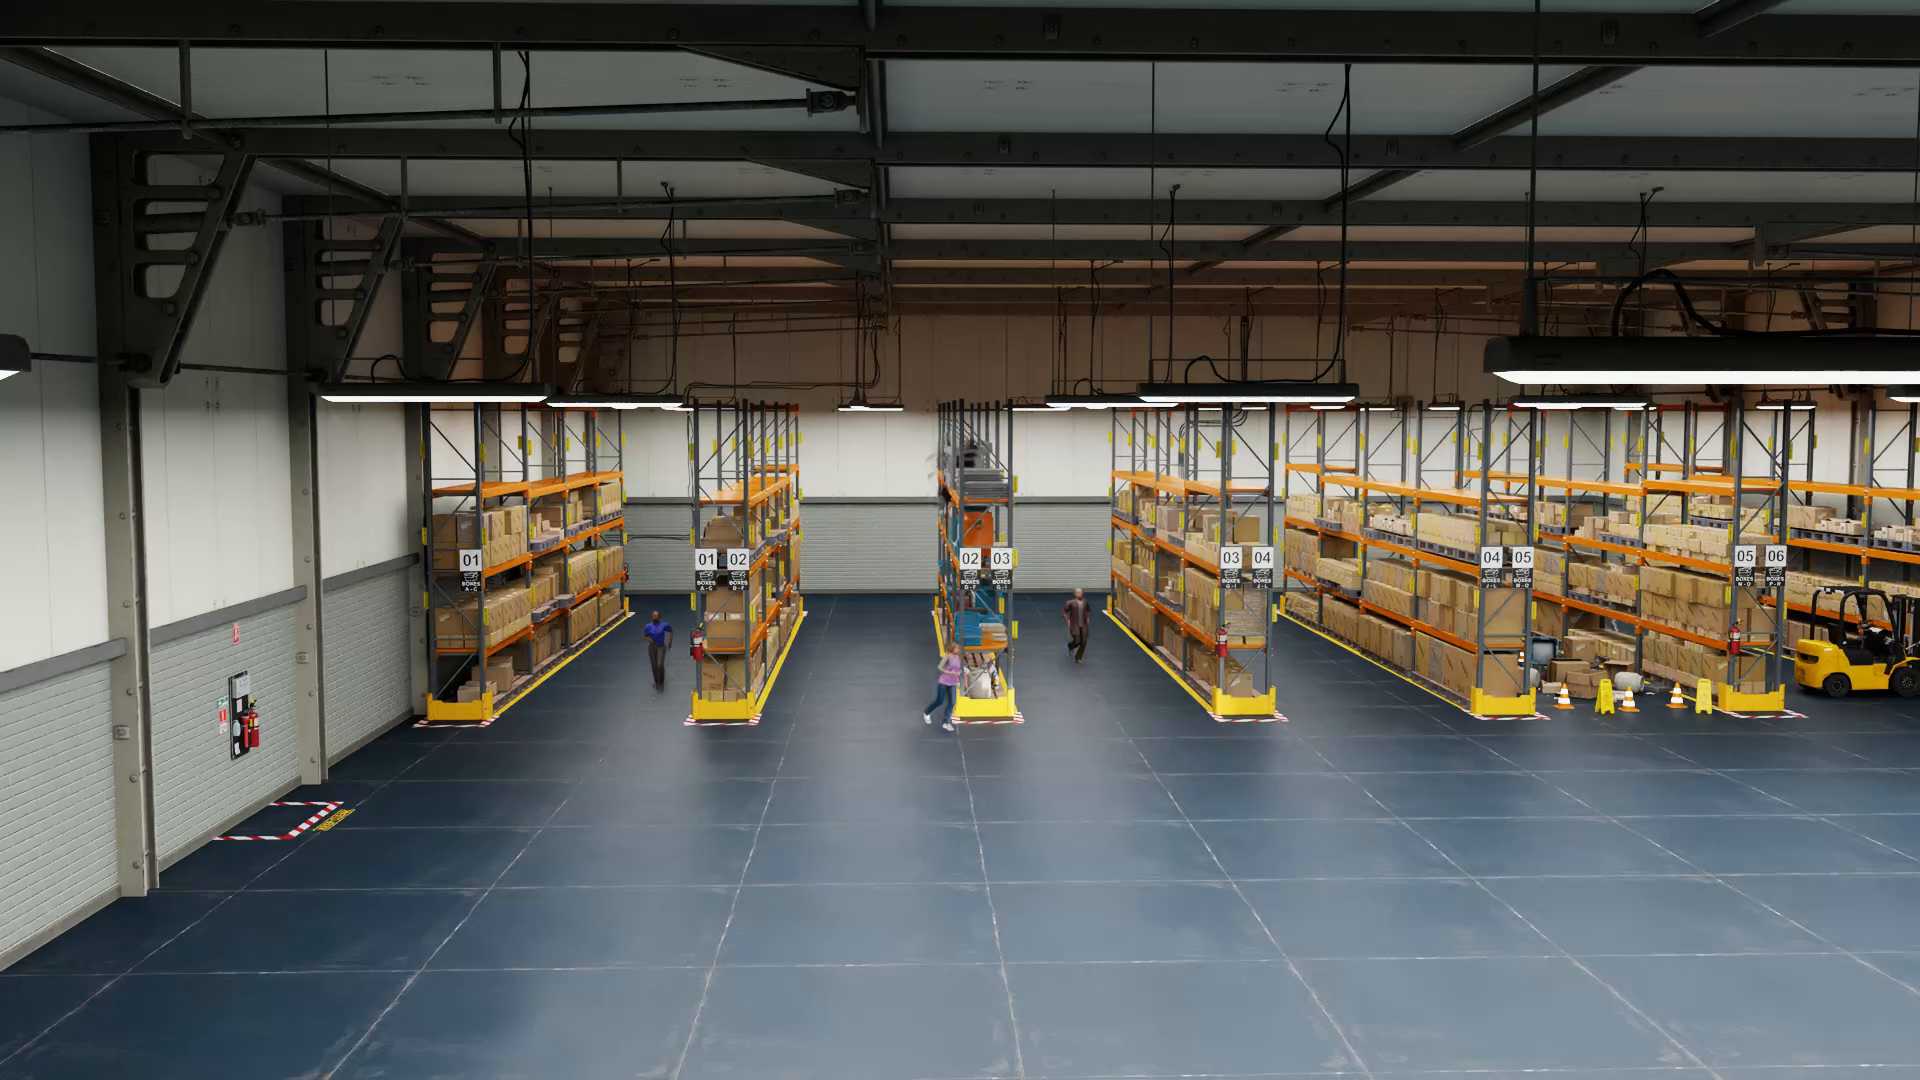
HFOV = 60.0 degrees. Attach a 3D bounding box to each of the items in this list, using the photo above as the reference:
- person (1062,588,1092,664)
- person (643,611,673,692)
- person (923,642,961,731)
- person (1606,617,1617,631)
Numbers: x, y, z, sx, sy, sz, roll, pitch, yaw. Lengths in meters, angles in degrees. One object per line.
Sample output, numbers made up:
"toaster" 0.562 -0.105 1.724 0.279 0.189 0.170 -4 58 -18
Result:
"person" 2.722 1.973 38.075 0.710 1.732 0.571 -1 5 -17
"person" -6.241 2.307 34.348 0.584 1.710 0.718 0 4 -1
"person" -0.218 2.638 30.338 0.570 1.559 0.849 -4 6 -39
"person" 16.562 1.665 42.701 0.539 1.583 0.895 -1 4 -10
